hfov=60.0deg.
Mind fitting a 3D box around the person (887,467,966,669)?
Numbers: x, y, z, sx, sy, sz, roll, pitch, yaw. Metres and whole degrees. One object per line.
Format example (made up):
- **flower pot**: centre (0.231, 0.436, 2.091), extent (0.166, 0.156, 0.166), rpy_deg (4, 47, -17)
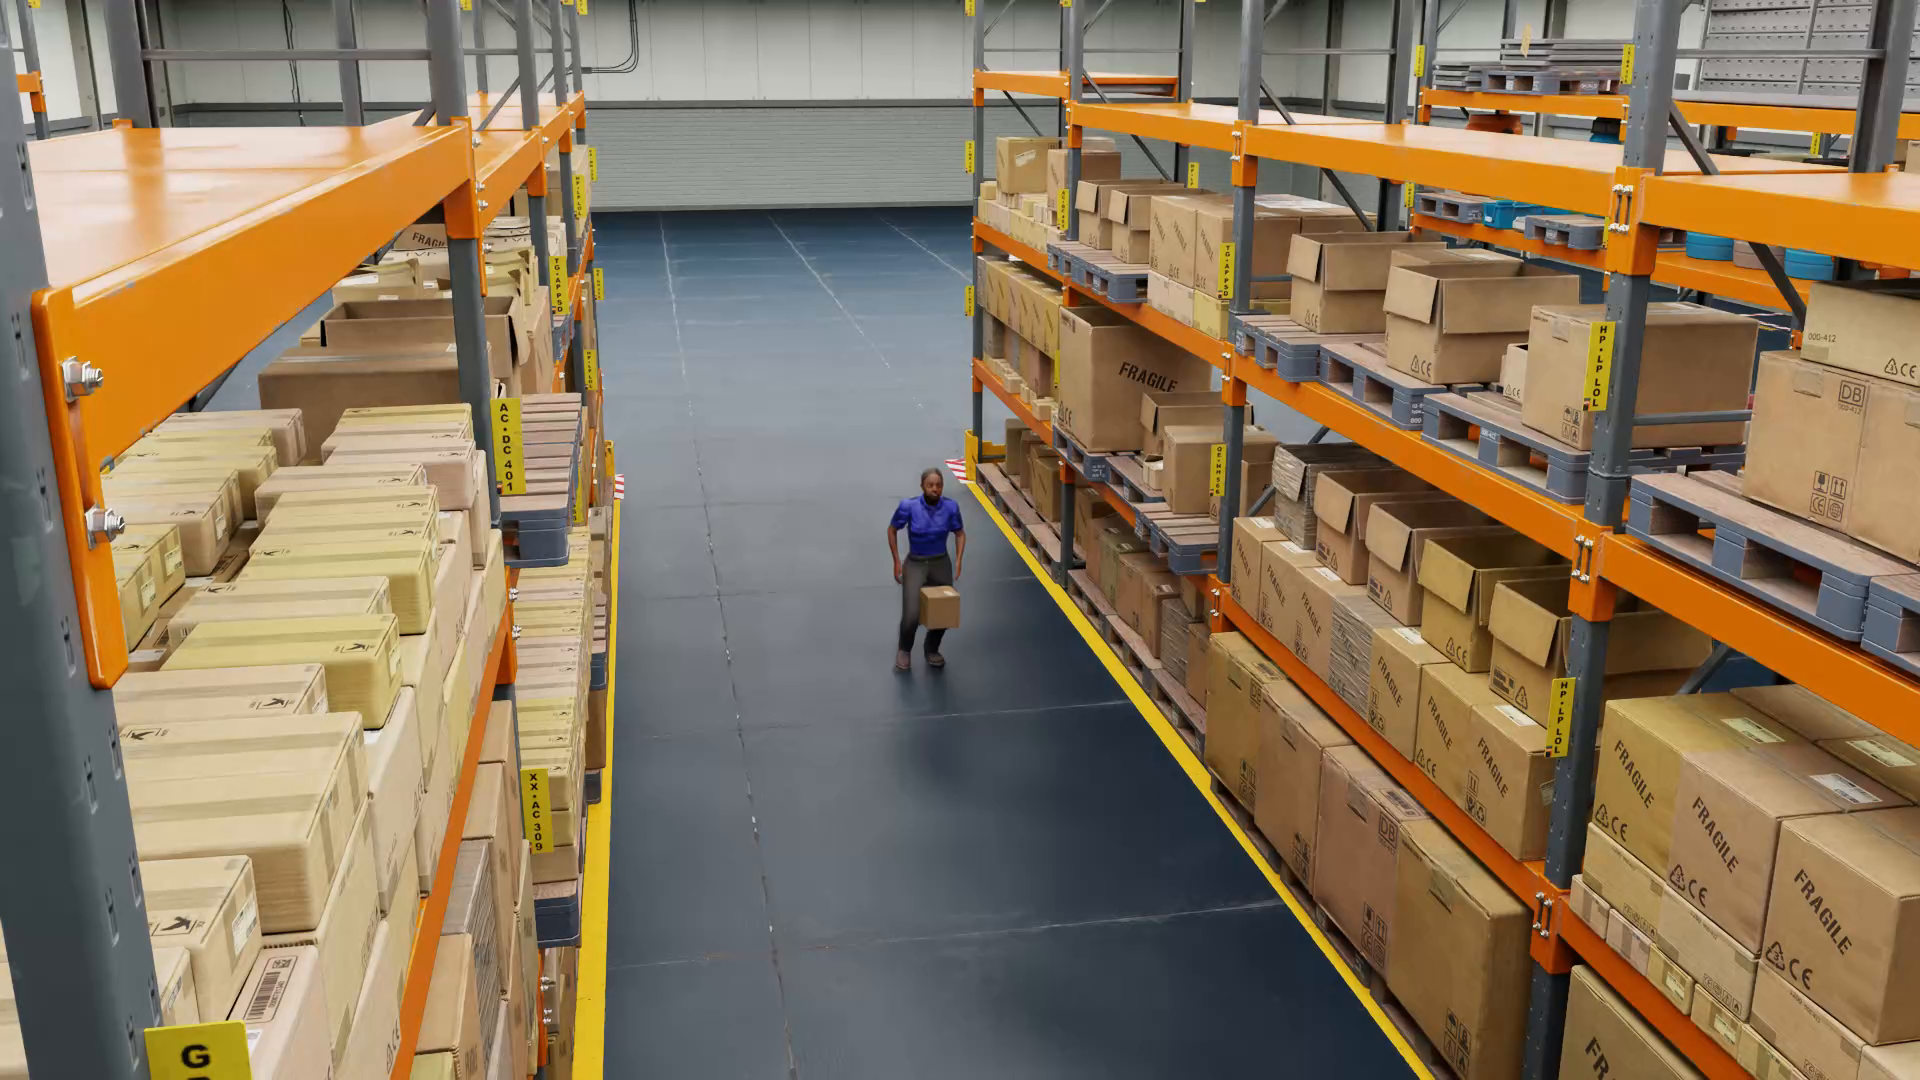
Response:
- **person**: centre (-0.238, 0.216, 12.418), extent (0.582, 1.596, 0.590), rpy_deg (-4, 17, -14)
